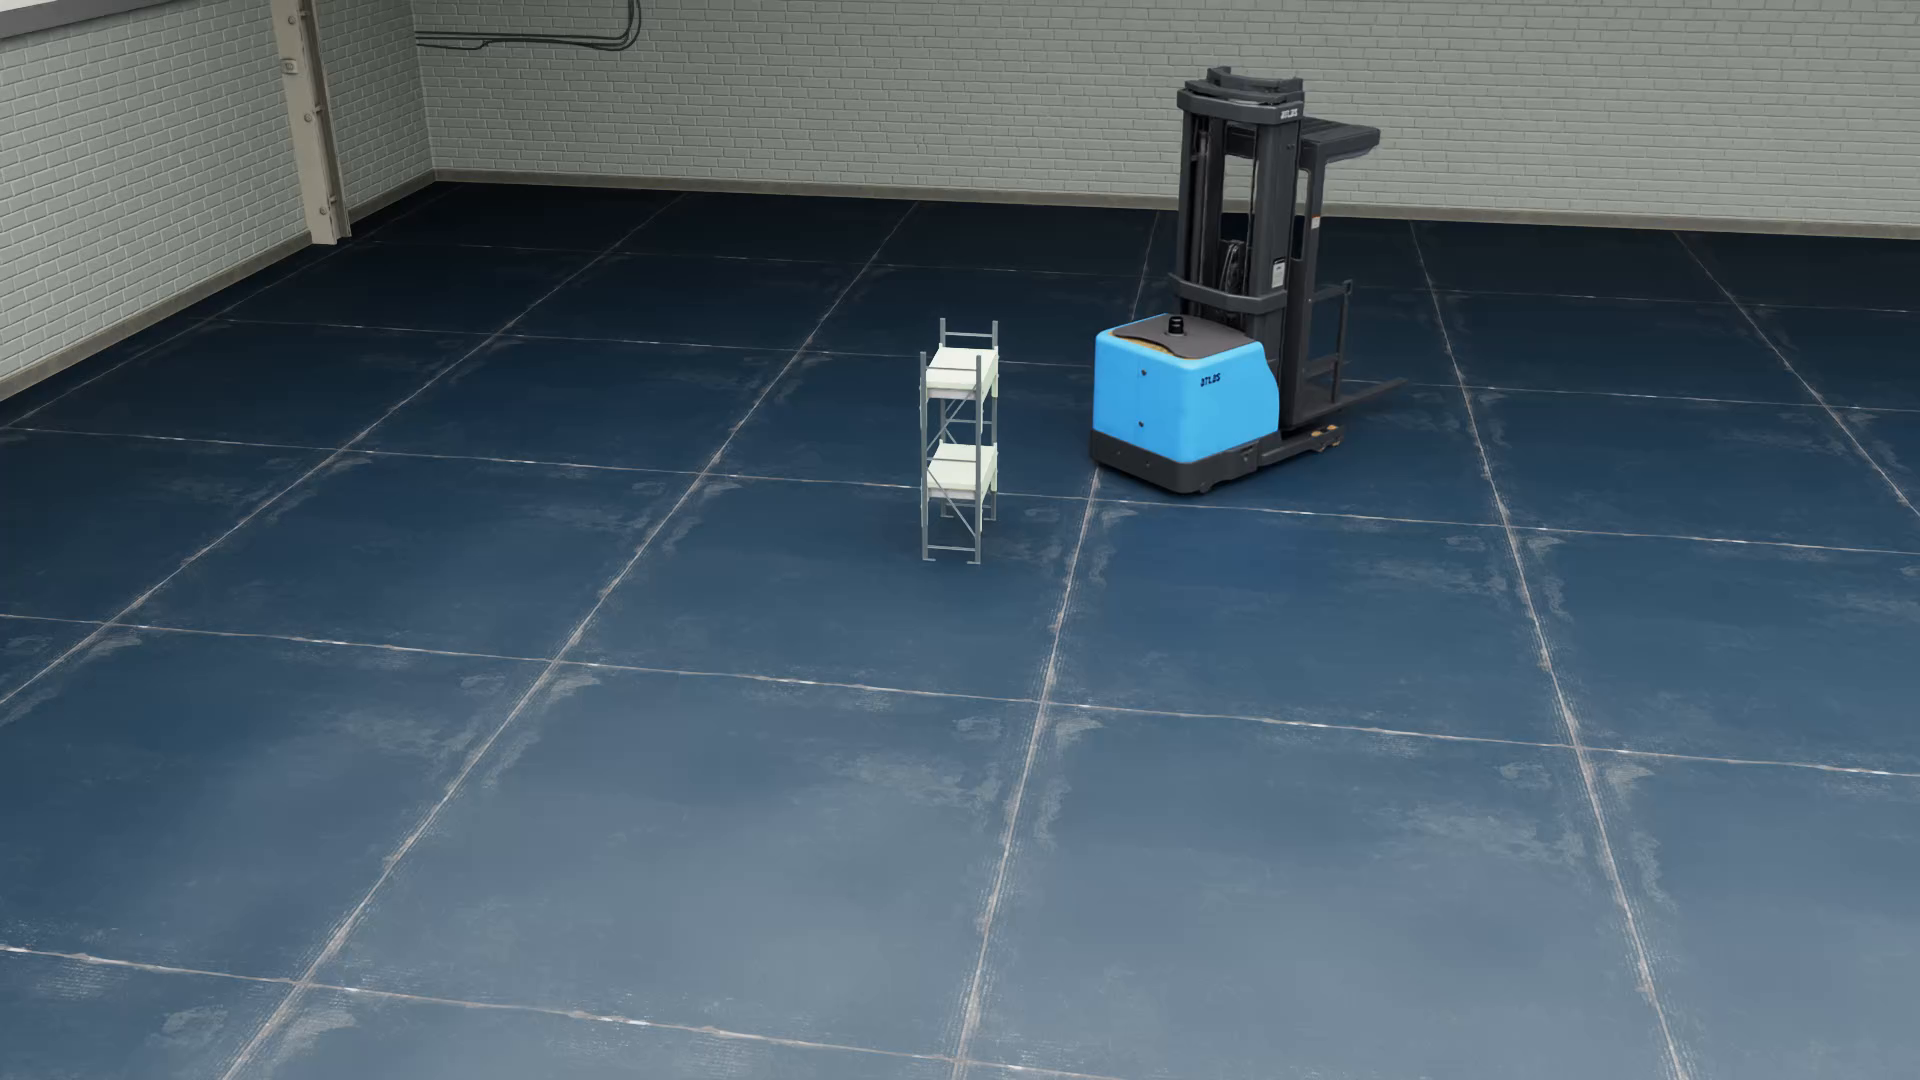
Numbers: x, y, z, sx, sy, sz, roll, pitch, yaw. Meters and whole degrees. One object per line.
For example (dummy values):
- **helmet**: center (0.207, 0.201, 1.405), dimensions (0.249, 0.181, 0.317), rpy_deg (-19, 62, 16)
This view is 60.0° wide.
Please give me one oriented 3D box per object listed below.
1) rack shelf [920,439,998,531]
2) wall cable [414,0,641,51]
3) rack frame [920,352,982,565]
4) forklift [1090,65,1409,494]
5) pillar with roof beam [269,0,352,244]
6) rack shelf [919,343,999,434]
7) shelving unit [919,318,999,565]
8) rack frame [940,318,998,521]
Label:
- **rack shelf**: center (0.001, -0.387, 11.576), dimensions (0.431, 0.370, 0.720), rpy_deg (4, 25, 9)
- **wall cable**: center (-5.455, -7.270, 20.329), dimensions (3.097, 2.526, 0.112), rpy_deg (4, 25, 9)
- **rack frame**: center (-0.059, -0.529, 11.111), dimensions (0.400, 1.500, 0.023), rpy_deg (4, 25, 9)
- **forklift**: center (2.458, -2.178, 12.945), dimensions (3.031, 2.935, 1.130), rpy_deg (-20, 32, -36)
- **pillar with roof beam**: center (-2.993, -7.238, 16.597), dimensions (9.100, 9.000, 0.400), rpy_deg (4, 25, 9)
- **rack shelf**: center (0.001, -1.036, 11.273), dimensions (0.431, 0.370, 0.720), rpy_deg (4, 25, 9)
- **shelving unit**: center (0.001, -0.682, 11.438), dimensions (0.431, 1.500, 0.755), rpy_deg (4, 25, 9)
- **rack frame**: center (0.061, -0.835, 11.765), dimensions (0.400, 1.500, 0.023), rpy_deg (4, 25, 9)
